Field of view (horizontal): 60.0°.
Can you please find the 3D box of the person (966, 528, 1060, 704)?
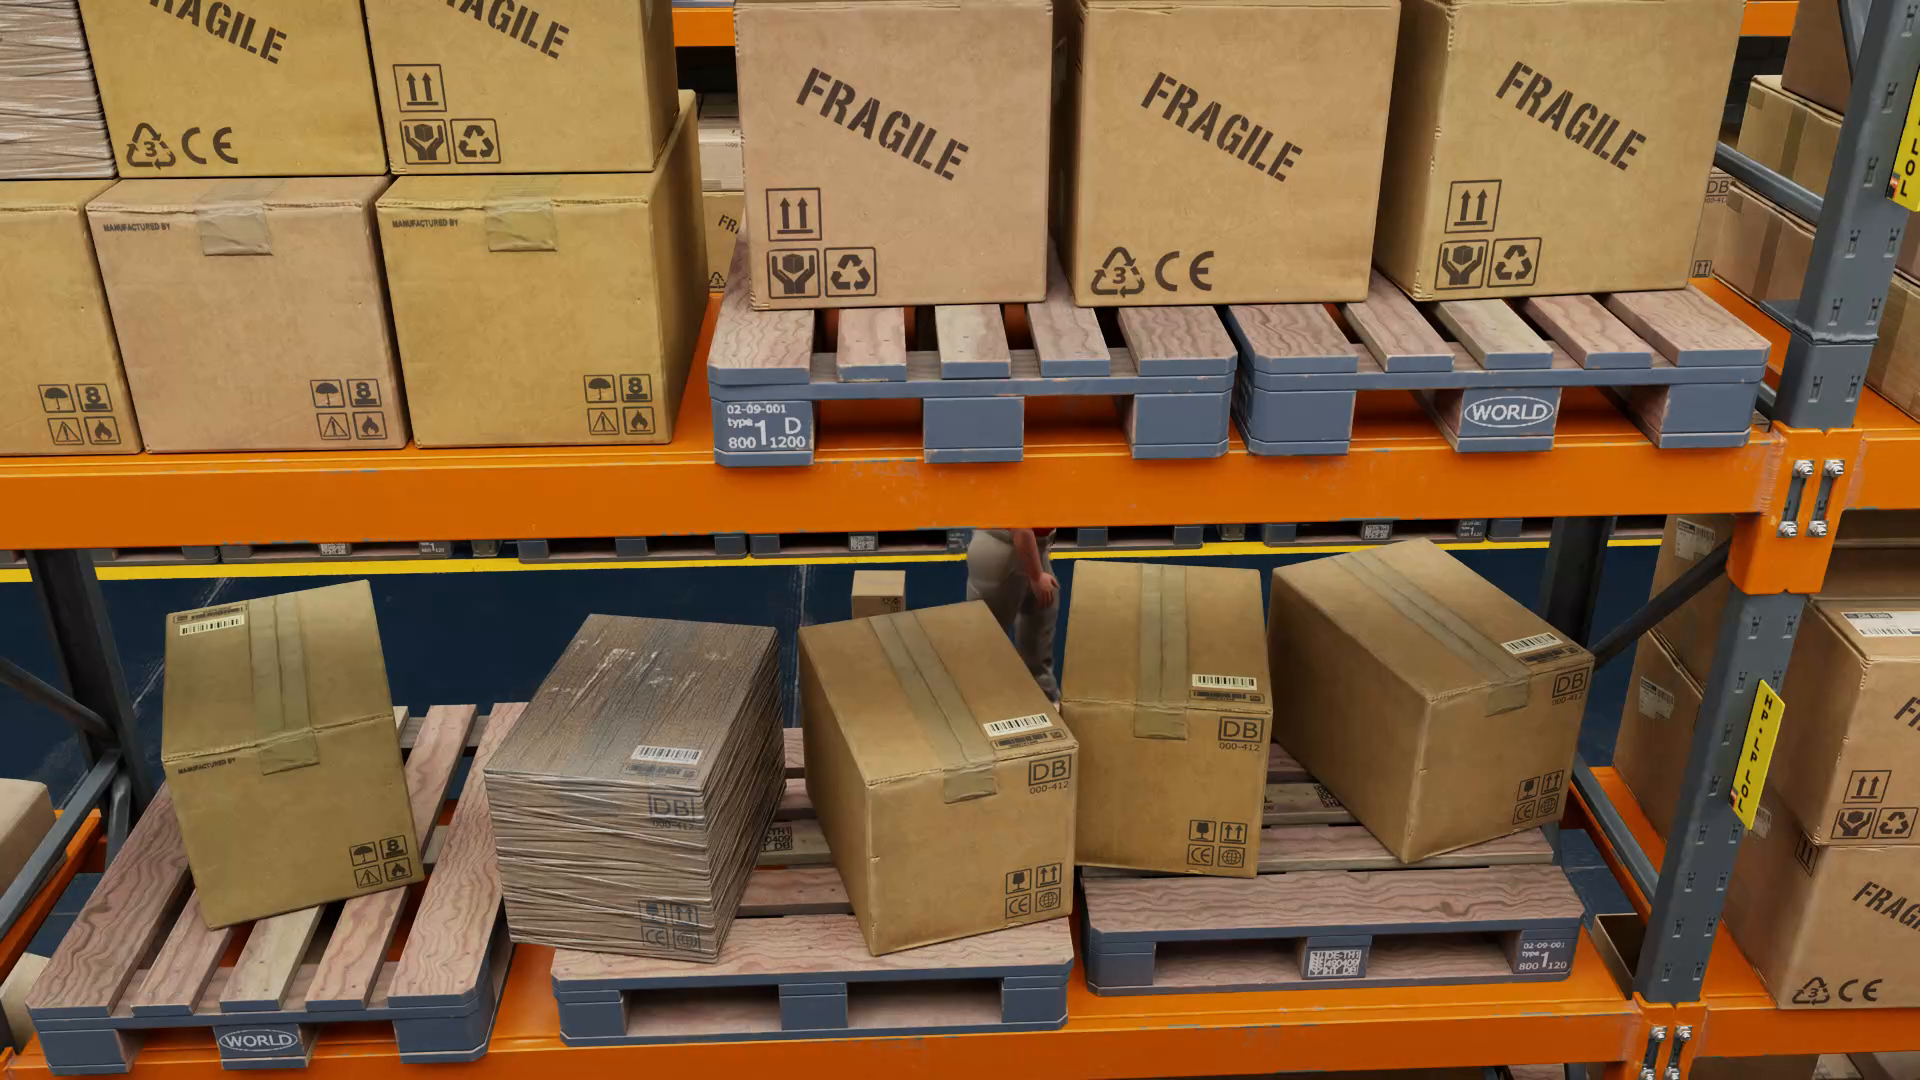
[{"bbox_3d":[0.216,0.070,7.037,0.646,1.770,0.558,3,28,5],"label":"person"}]
